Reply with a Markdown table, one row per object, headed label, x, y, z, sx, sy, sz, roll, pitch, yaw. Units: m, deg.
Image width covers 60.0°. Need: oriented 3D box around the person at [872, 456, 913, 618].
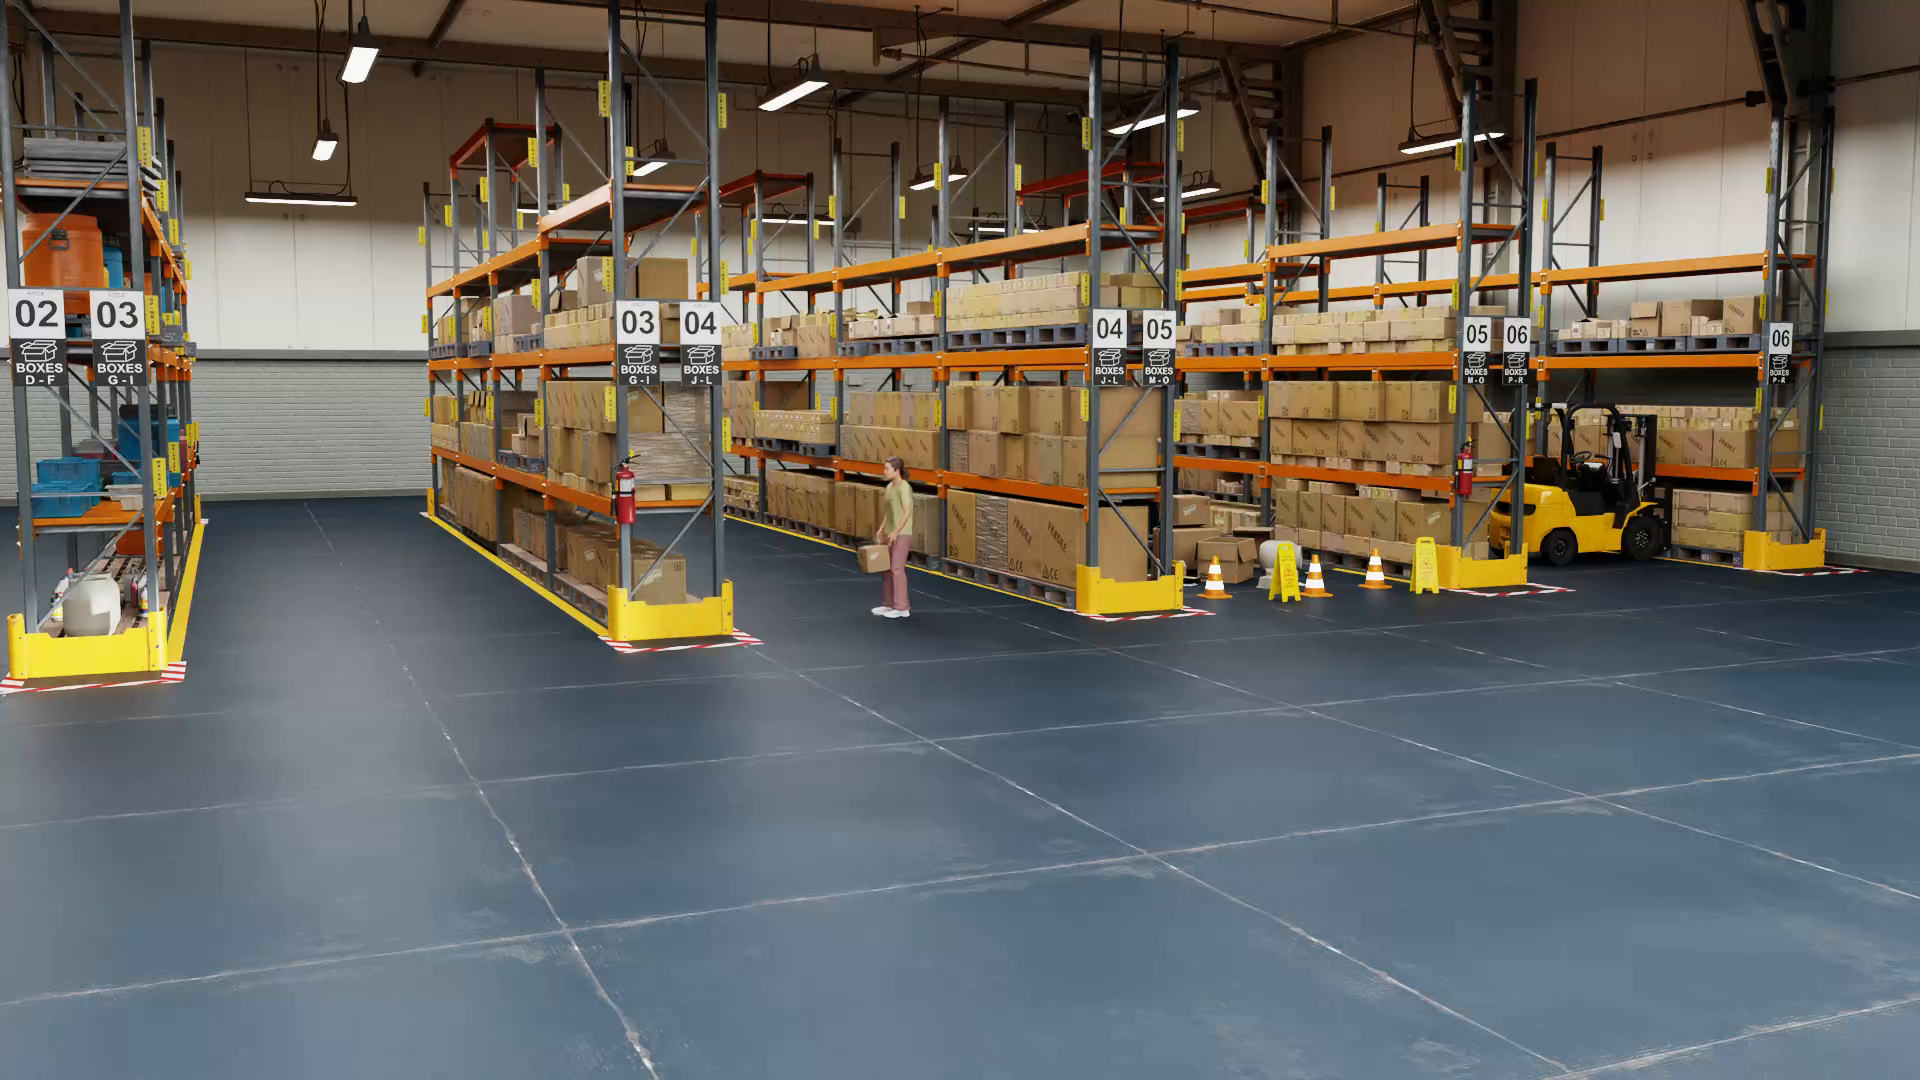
| label | x | y | z | sx | sy | sz | roll | pitch | yaw |
| --- | --- | --- | --- | --- | --- | --- | --- | --- | --- |
| person | -0.682 | -0.040 | 17.363 | 0.365 | 1.676 | 0.479 | -3 | 6 | -25 |
